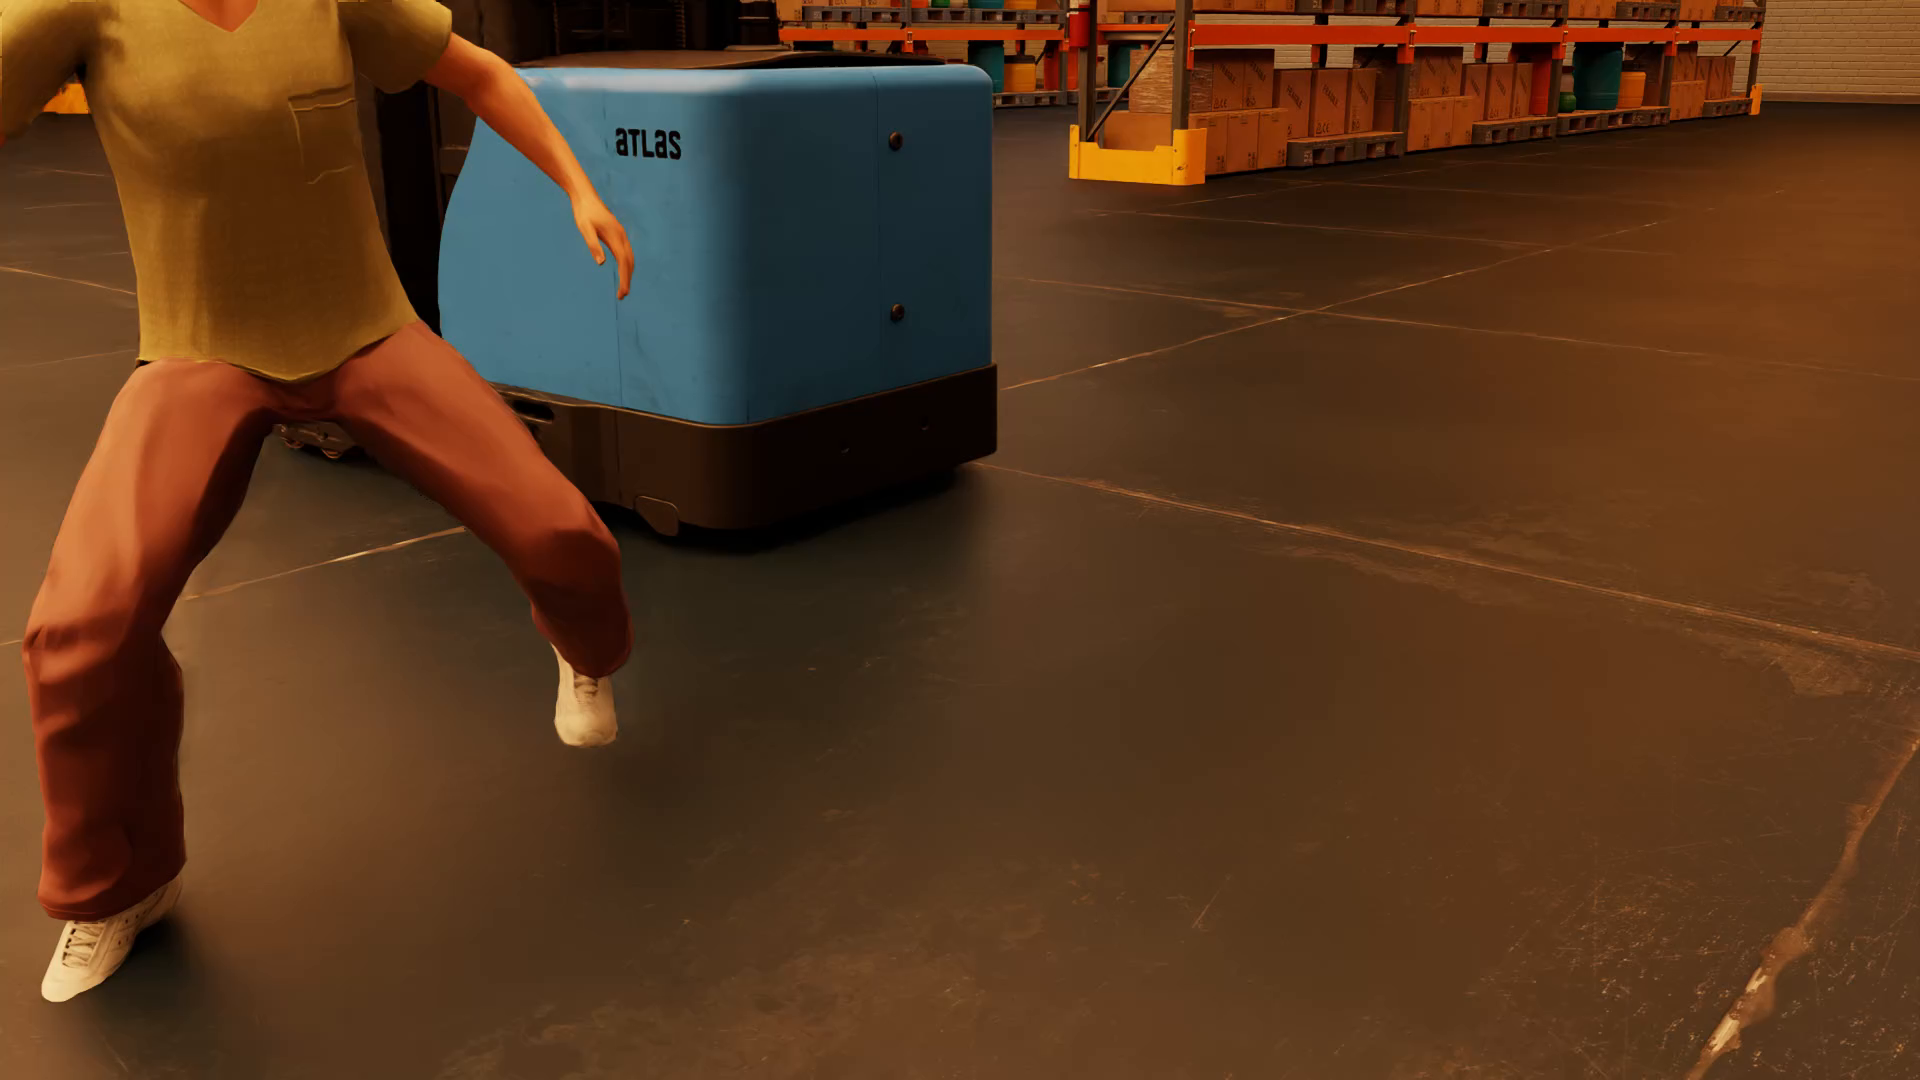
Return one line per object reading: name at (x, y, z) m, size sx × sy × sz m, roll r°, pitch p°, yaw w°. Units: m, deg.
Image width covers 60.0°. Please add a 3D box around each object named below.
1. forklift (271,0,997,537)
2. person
forklift at (-1.372, -1.735, 4.612) m, size 3.031 × 2.935 × 1.130 m, roll 13°, pitch 21°, yaw 36°
person at (-0.930, -0.228, 2.179) m, size 1.071 × 1.566 × 0.507 m, roll -10°, pitch 20°, yaw -30°
